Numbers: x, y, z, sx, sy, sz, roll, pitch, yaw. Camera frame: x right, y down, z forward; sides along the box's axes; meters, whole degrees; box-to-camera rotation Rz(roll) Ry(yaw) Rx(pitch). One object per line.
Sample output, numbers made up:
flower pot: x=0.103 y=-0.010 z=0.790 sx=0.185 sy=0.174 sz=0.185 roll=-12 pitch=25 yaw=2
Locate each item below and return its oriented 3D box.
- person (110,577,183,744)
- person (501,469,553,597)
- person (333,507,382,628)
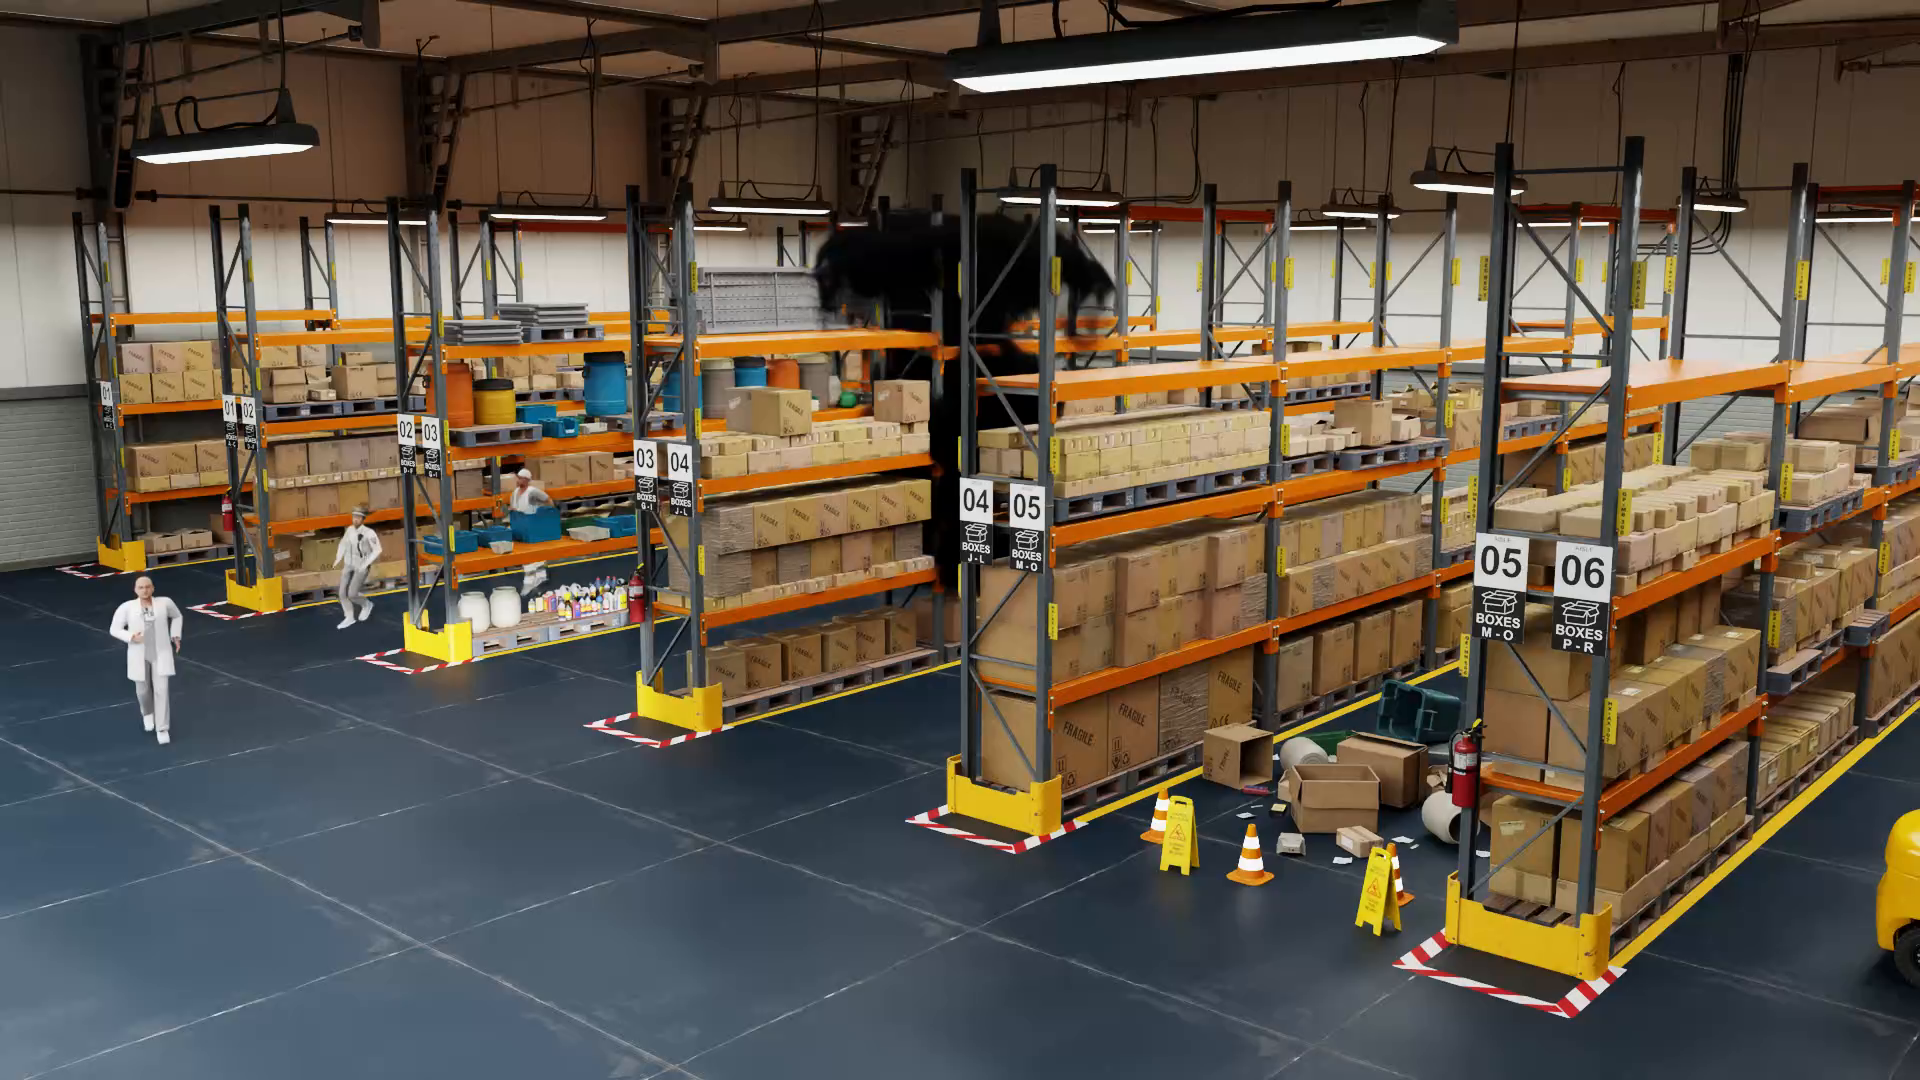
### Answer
person: x=-8.853 y=1.274 z=18.162 sx=0.723 sy=1.780 sz=0.930 roll=-5 pitch=11 yaw=-27
person: x=-6.514 y=-0.118 z=24.926 sx=0.665 sy=1.906 sz=0.749 roll=8 pitch=12 yaw=40
person: x=-8.141 y=0.361 z=22.503 sx=0.666 sy=1.663 sz=0.467 roll=4 pitch=10 yaw=20
